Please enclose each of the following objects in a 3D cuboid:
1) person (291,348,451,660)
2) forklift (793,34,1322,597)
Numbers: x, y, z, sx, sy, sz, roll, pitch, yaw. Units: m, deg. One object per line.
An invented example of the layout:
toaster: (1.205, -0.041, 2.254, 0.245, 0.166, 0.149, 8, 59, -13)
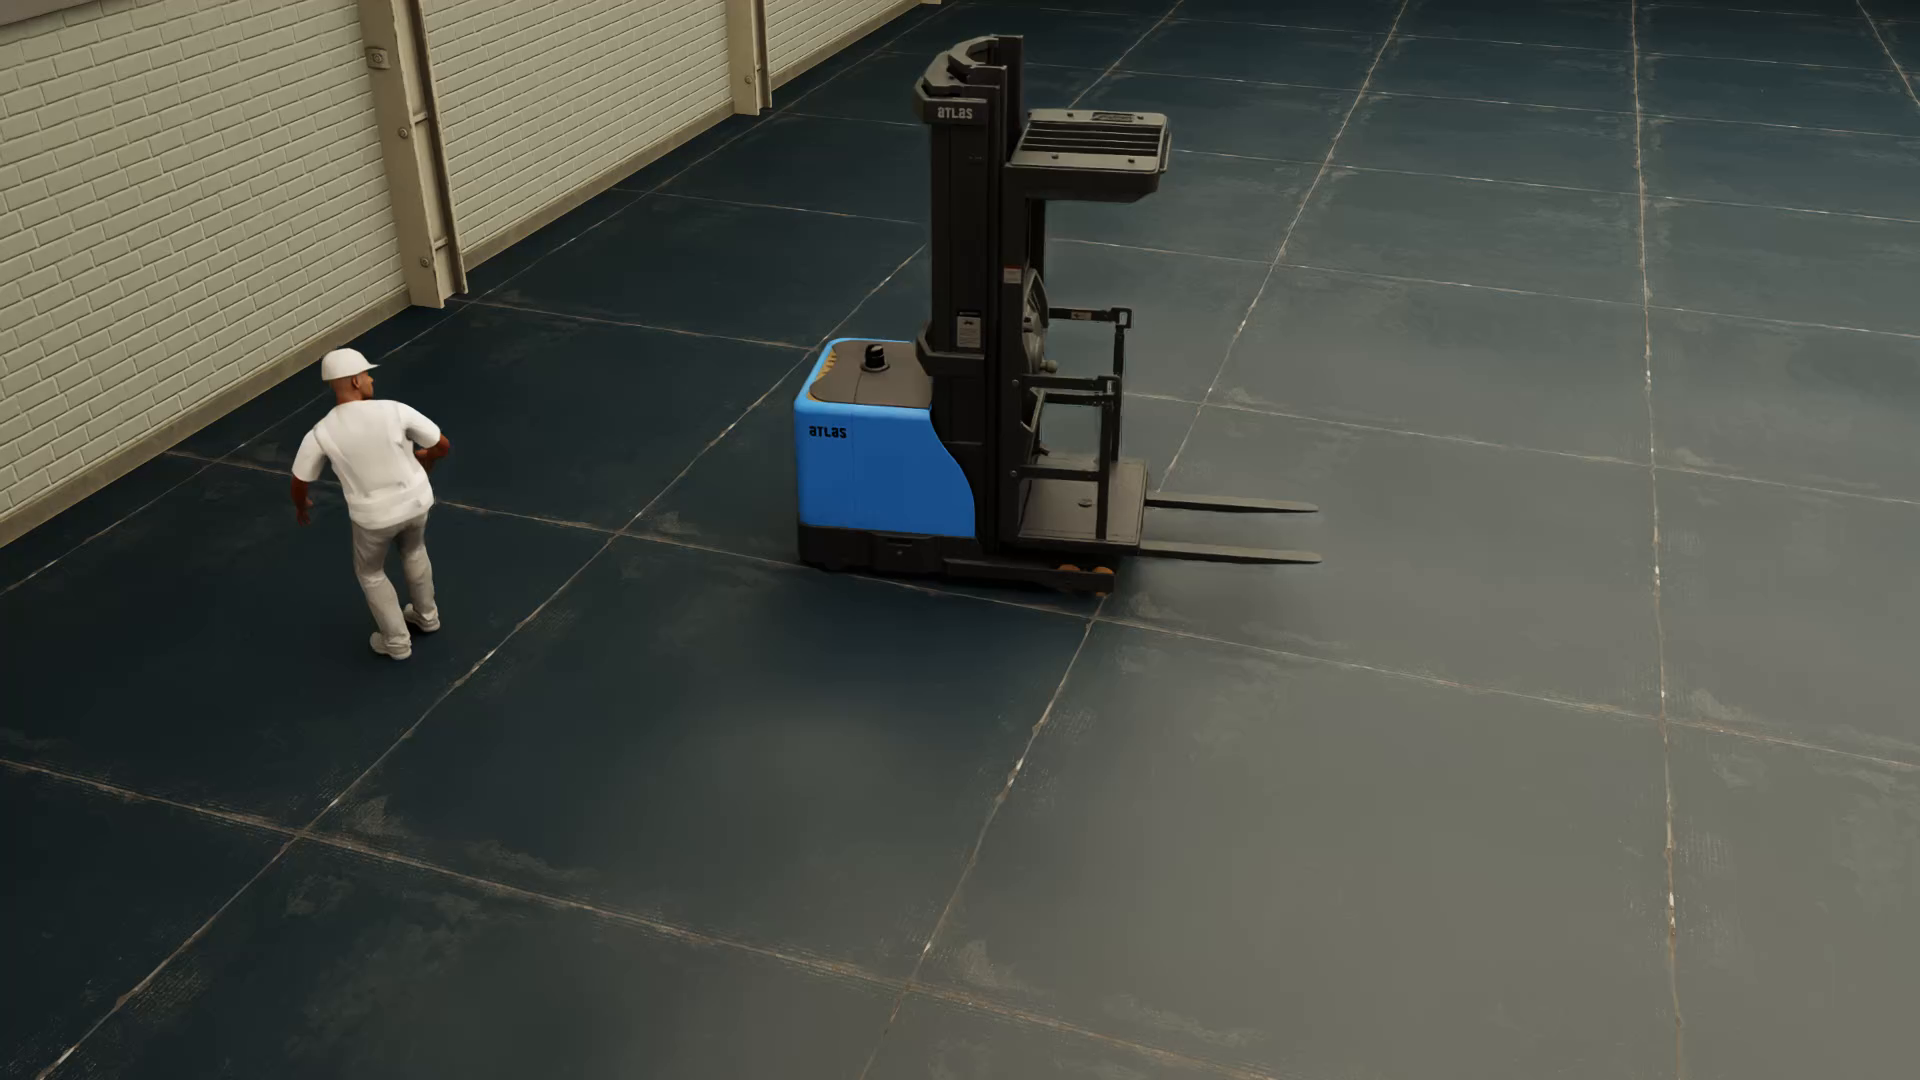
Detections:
person: (-3.068, -0.195, 8.727, 0.800, 1.713, 0.519, -18, 34, -28)
forklift: (0.608, -1.233, 9.299, 3.031, 2.935, 1.130, 4, 30, 8)
